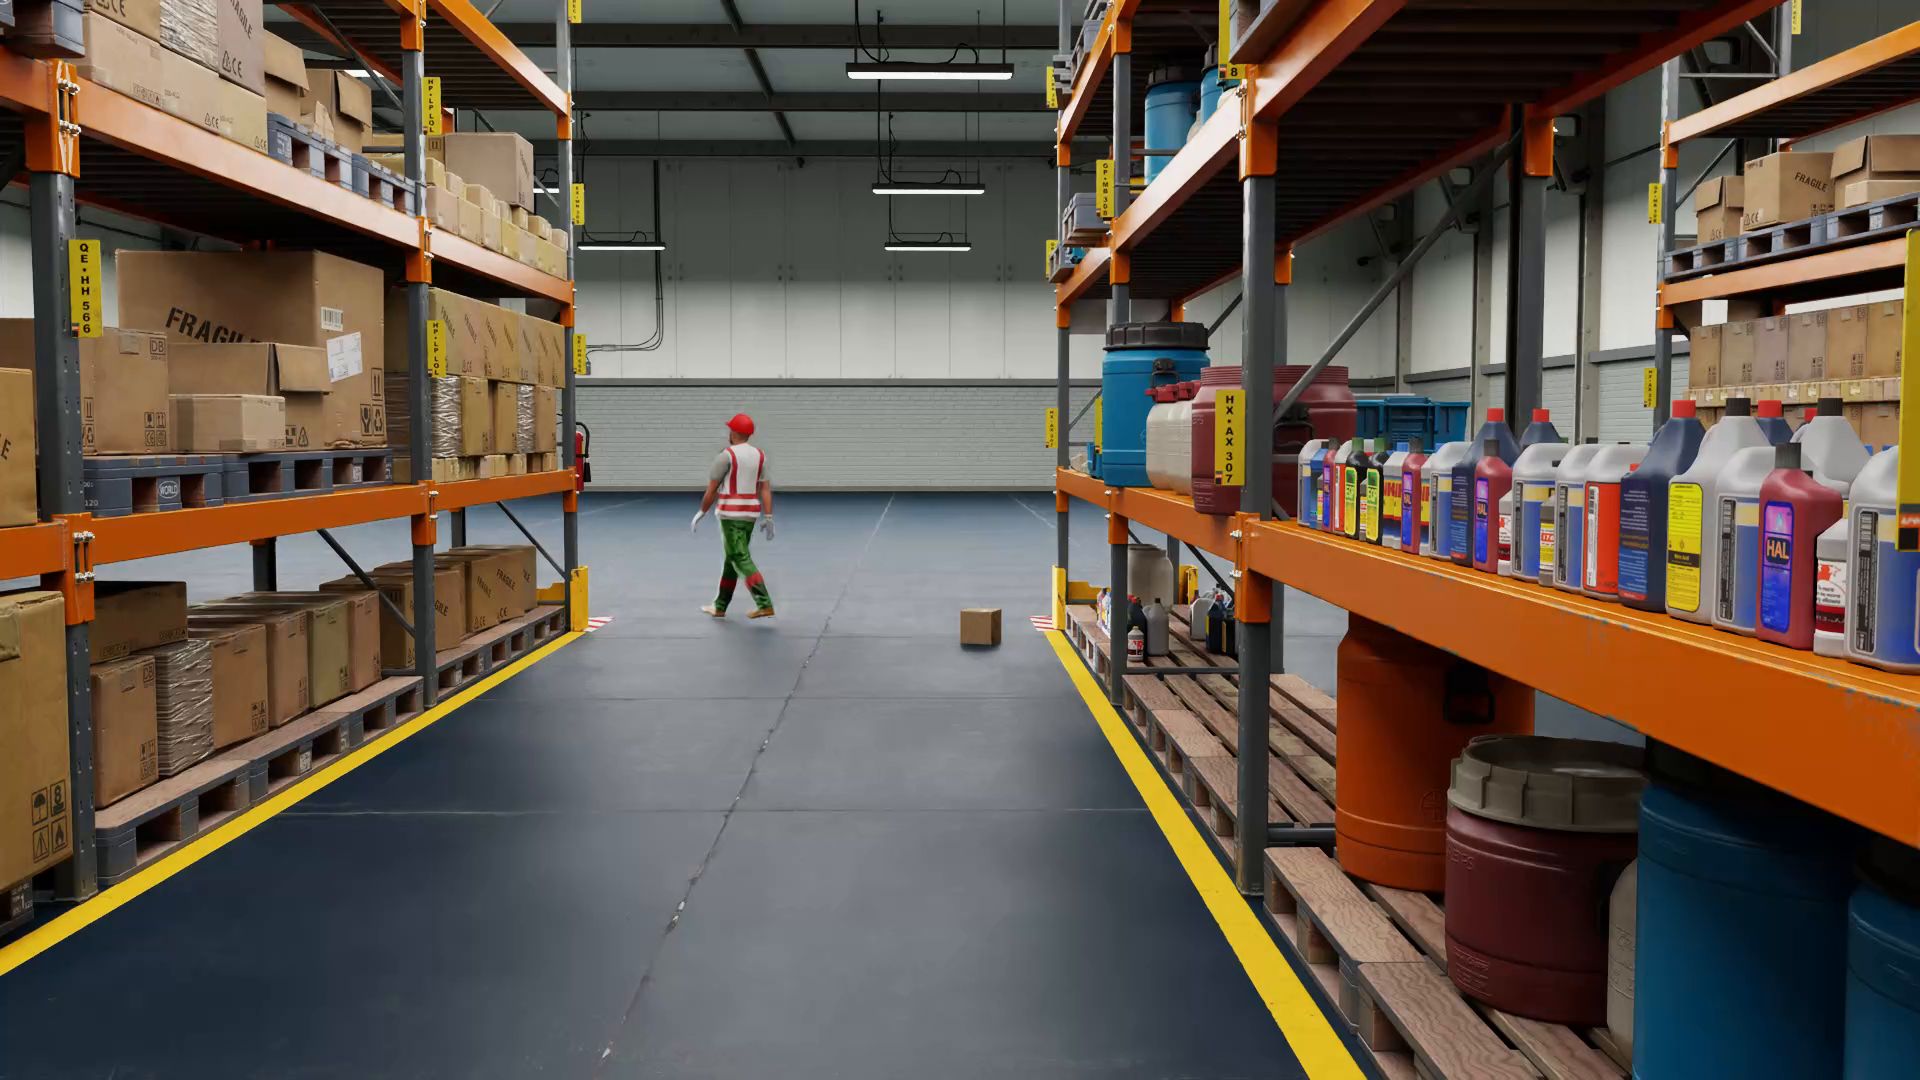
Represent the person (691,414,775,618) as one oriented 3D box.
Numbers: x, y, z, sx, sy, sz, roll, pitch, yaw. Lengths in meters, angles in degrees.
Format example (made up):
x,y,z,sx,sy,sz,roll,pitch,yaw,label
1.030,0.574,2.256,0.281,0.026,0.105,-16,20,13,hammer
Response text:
x,y,z,sx,sy,sz,roll,pitch,yaw,label
-1.920,-0.192,14.015,1.047,1.743,0.585,3,5,41,person
